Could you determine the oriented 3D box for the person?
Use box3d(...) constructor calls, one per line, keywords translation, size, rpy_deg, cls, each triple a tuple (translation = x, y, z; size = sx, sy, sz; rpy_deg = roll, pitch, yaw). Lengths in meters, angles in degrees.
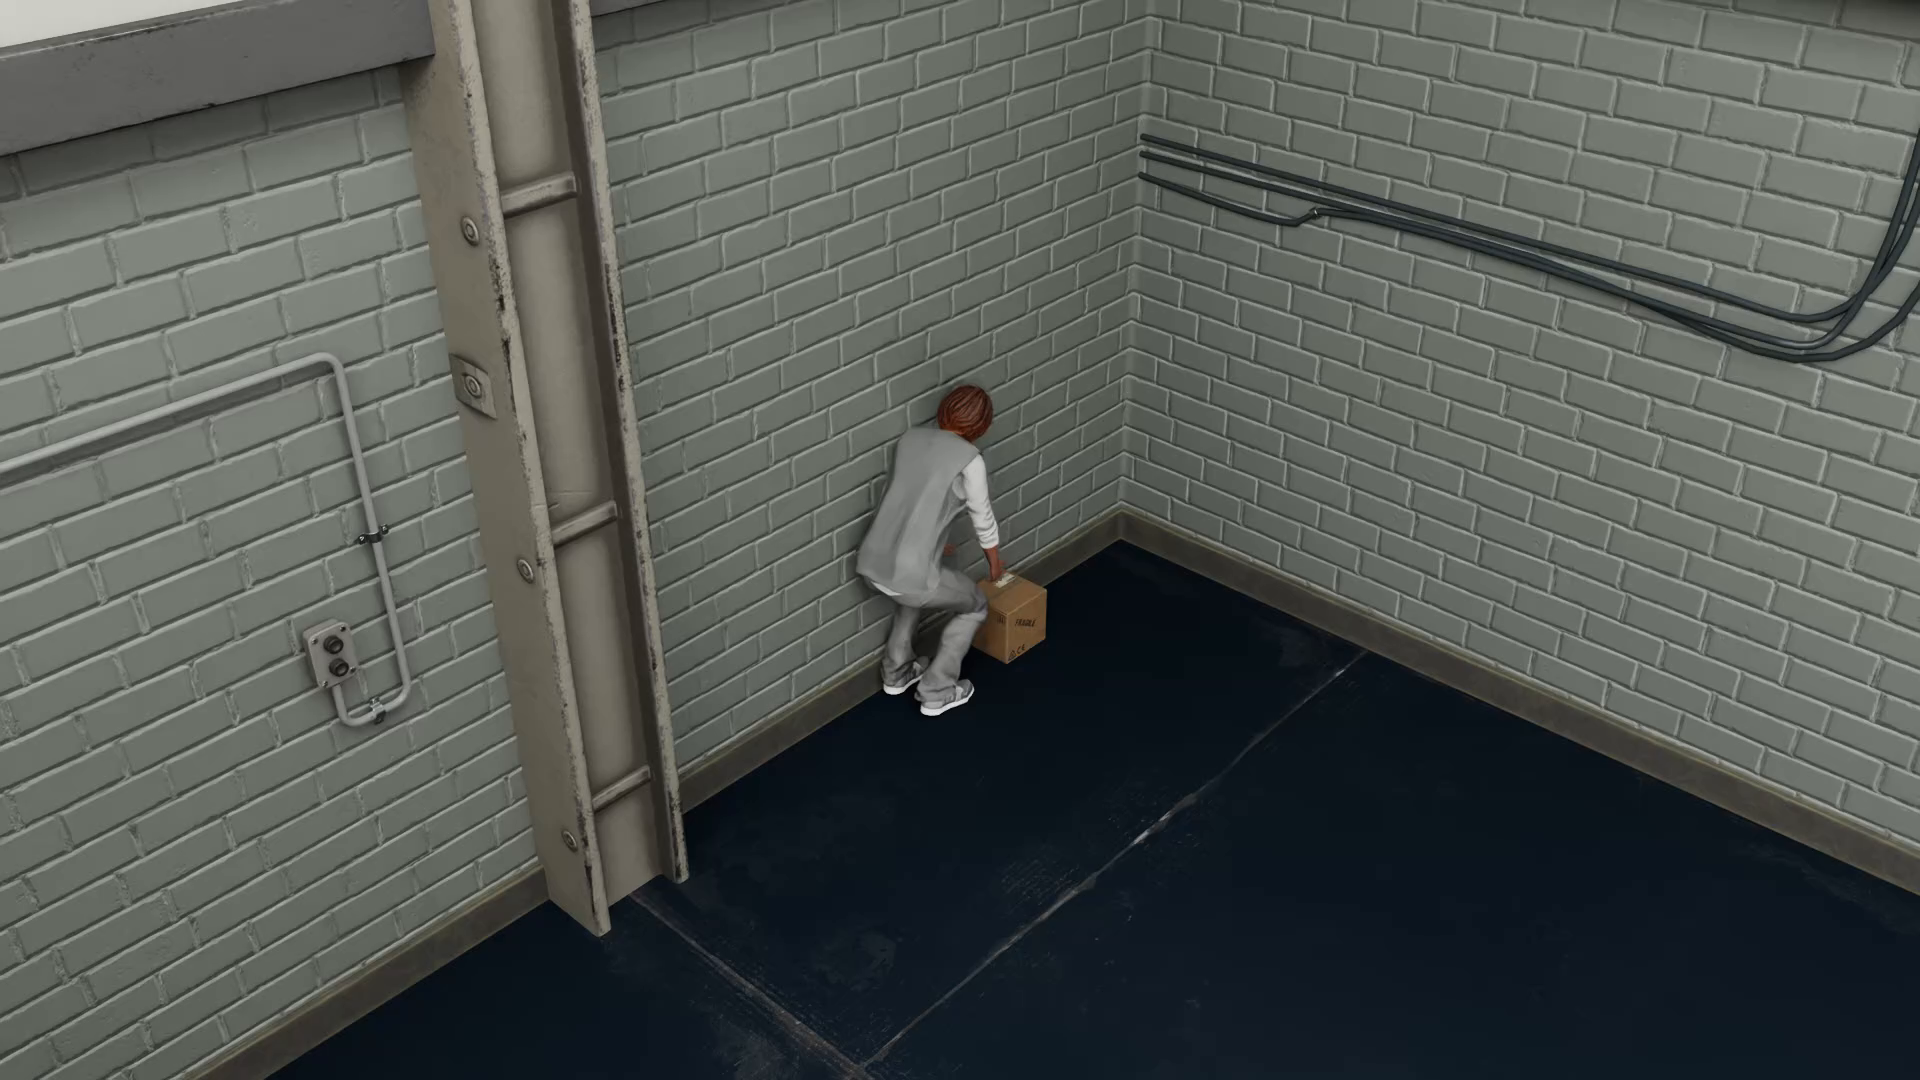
box3d(translation=(-0.123, 0.058, 6.408), size=(0.463, 1.227, 0.688), rpy_deg=(26, 40, 35), cls="person")
